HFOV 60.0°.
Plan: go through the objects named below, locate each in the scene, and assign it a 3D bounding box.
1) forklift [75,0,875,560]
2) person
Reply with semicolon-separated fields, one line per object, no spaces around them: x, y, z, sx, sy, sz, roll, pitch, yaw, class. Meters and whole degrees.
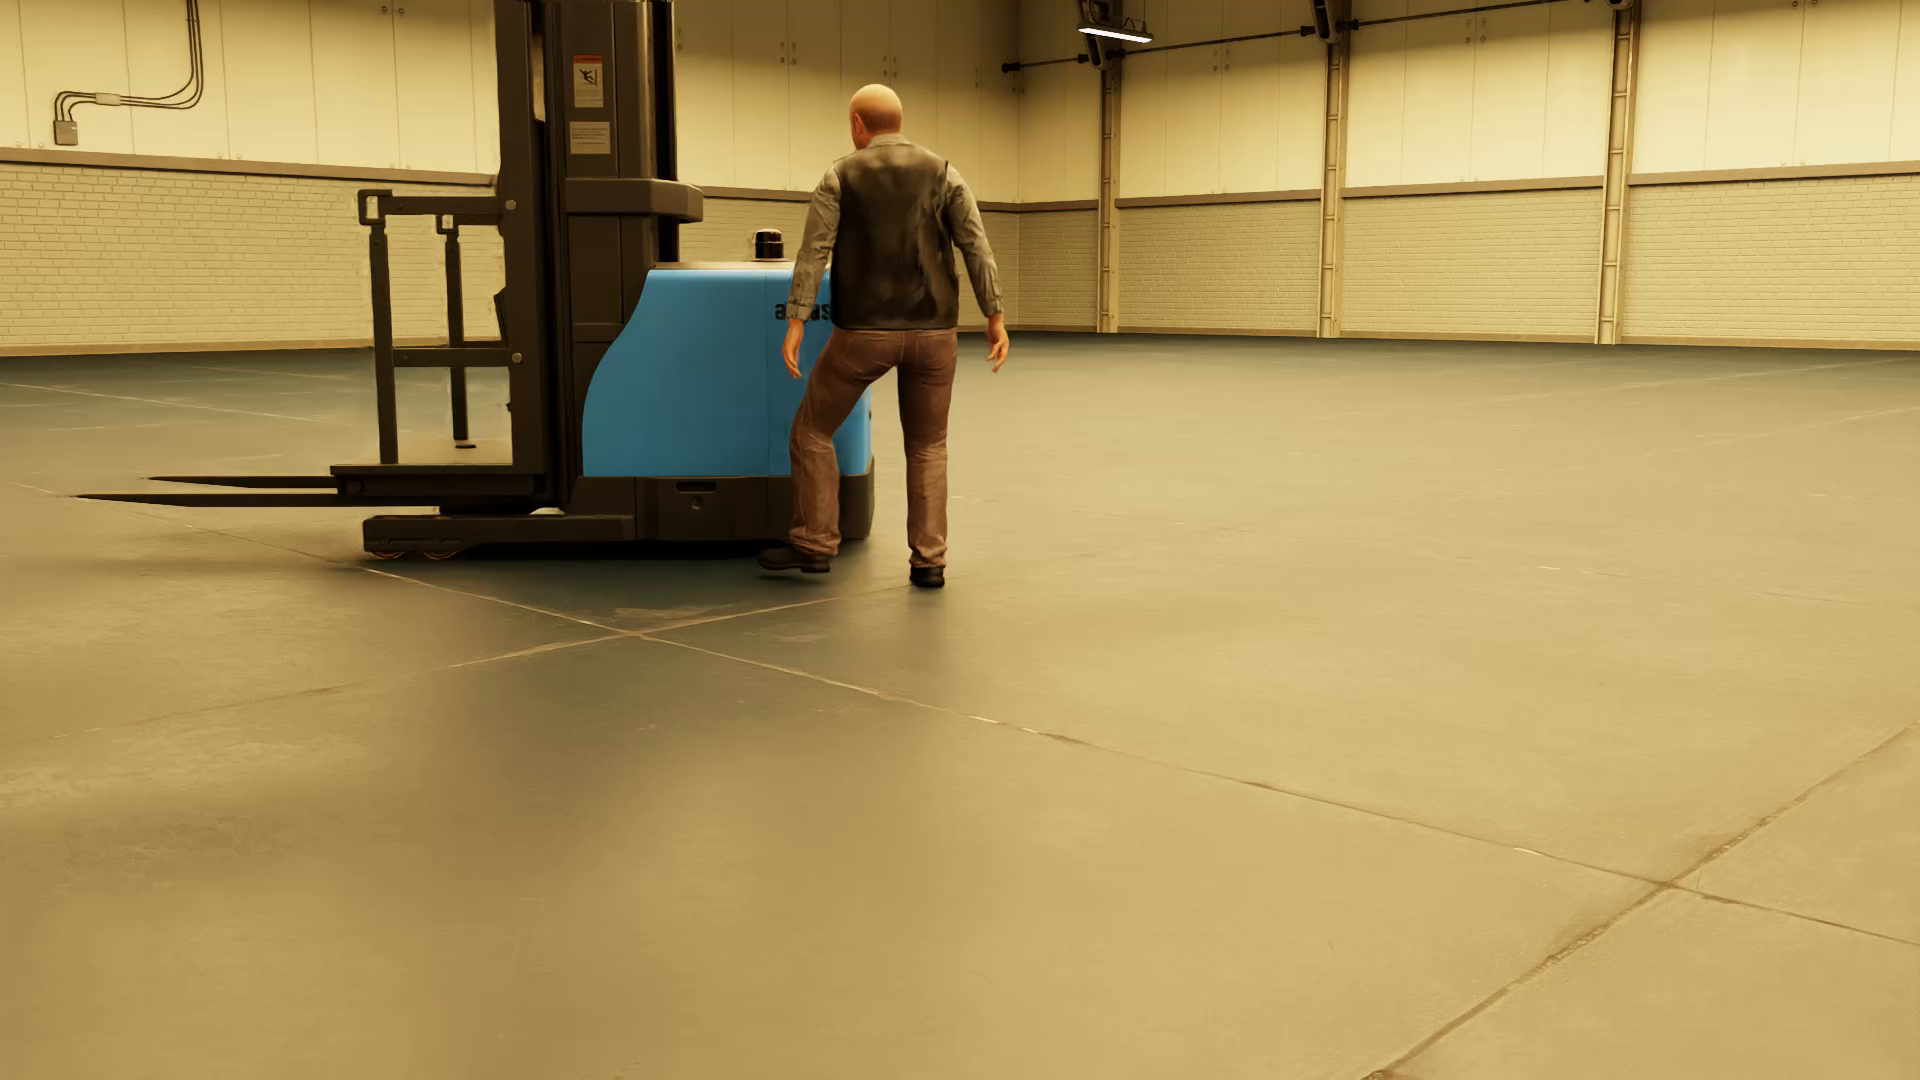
-1.873;-1.453;6.525;3.031;2.935;1.130;0;9;-2;forklift
-0.266;-0.692;5.671;0.849;1.693;0.409;-2;9;-11;person
